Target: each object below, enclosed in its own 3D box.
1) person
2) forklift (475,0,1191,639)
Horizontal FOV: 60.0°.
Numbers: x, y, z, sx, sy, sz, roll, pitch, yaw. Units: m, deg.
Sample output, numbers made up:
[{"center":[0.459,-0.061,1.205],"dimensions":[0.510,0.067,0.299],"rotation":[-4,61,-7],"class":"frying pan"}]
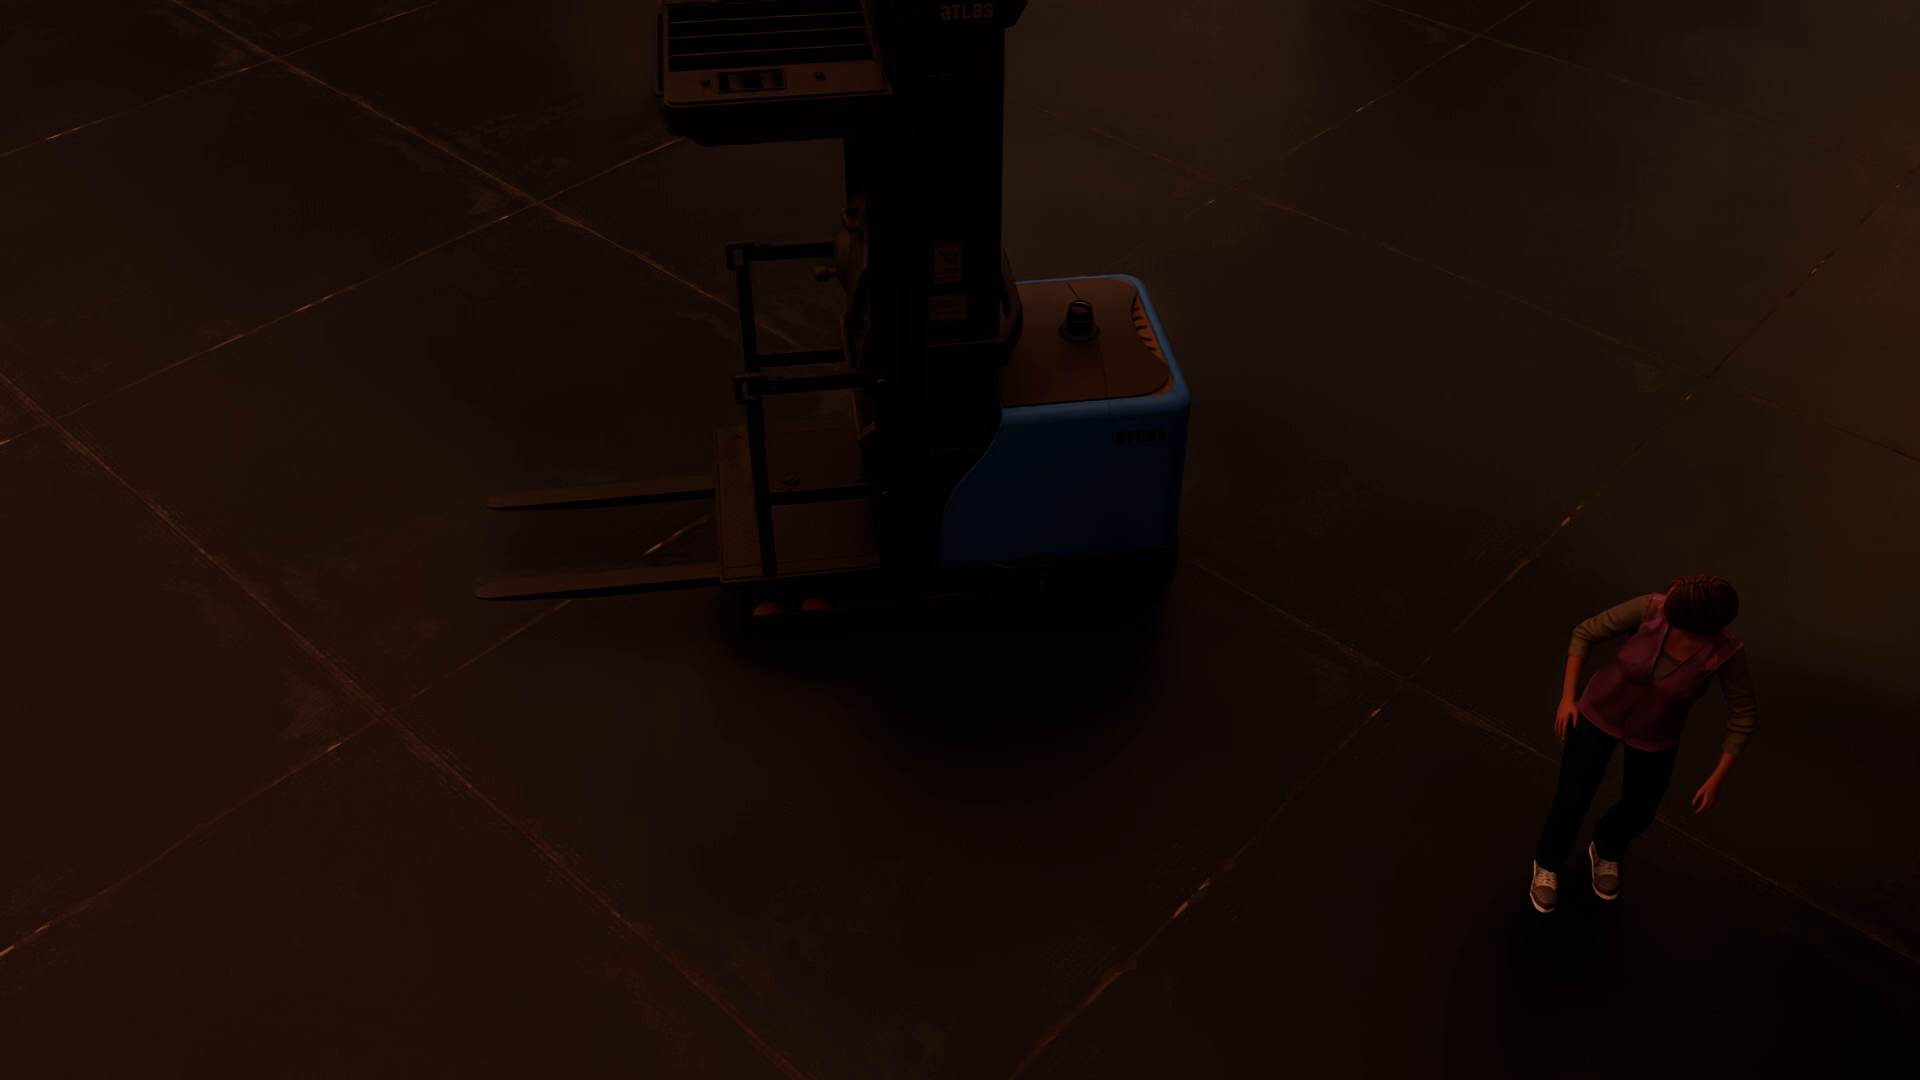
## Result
[{"center":[2.326,0.693,5.694],"dimensions":[0.632,1.554,0.449],"rotation":[18,44,20],"class":"person"},{"center":[-0.605,-1.052,6.655],"dimensions":[3.031,2.935,1.130],"rotation":[-5,41,-6],"class":"forklift"}]
